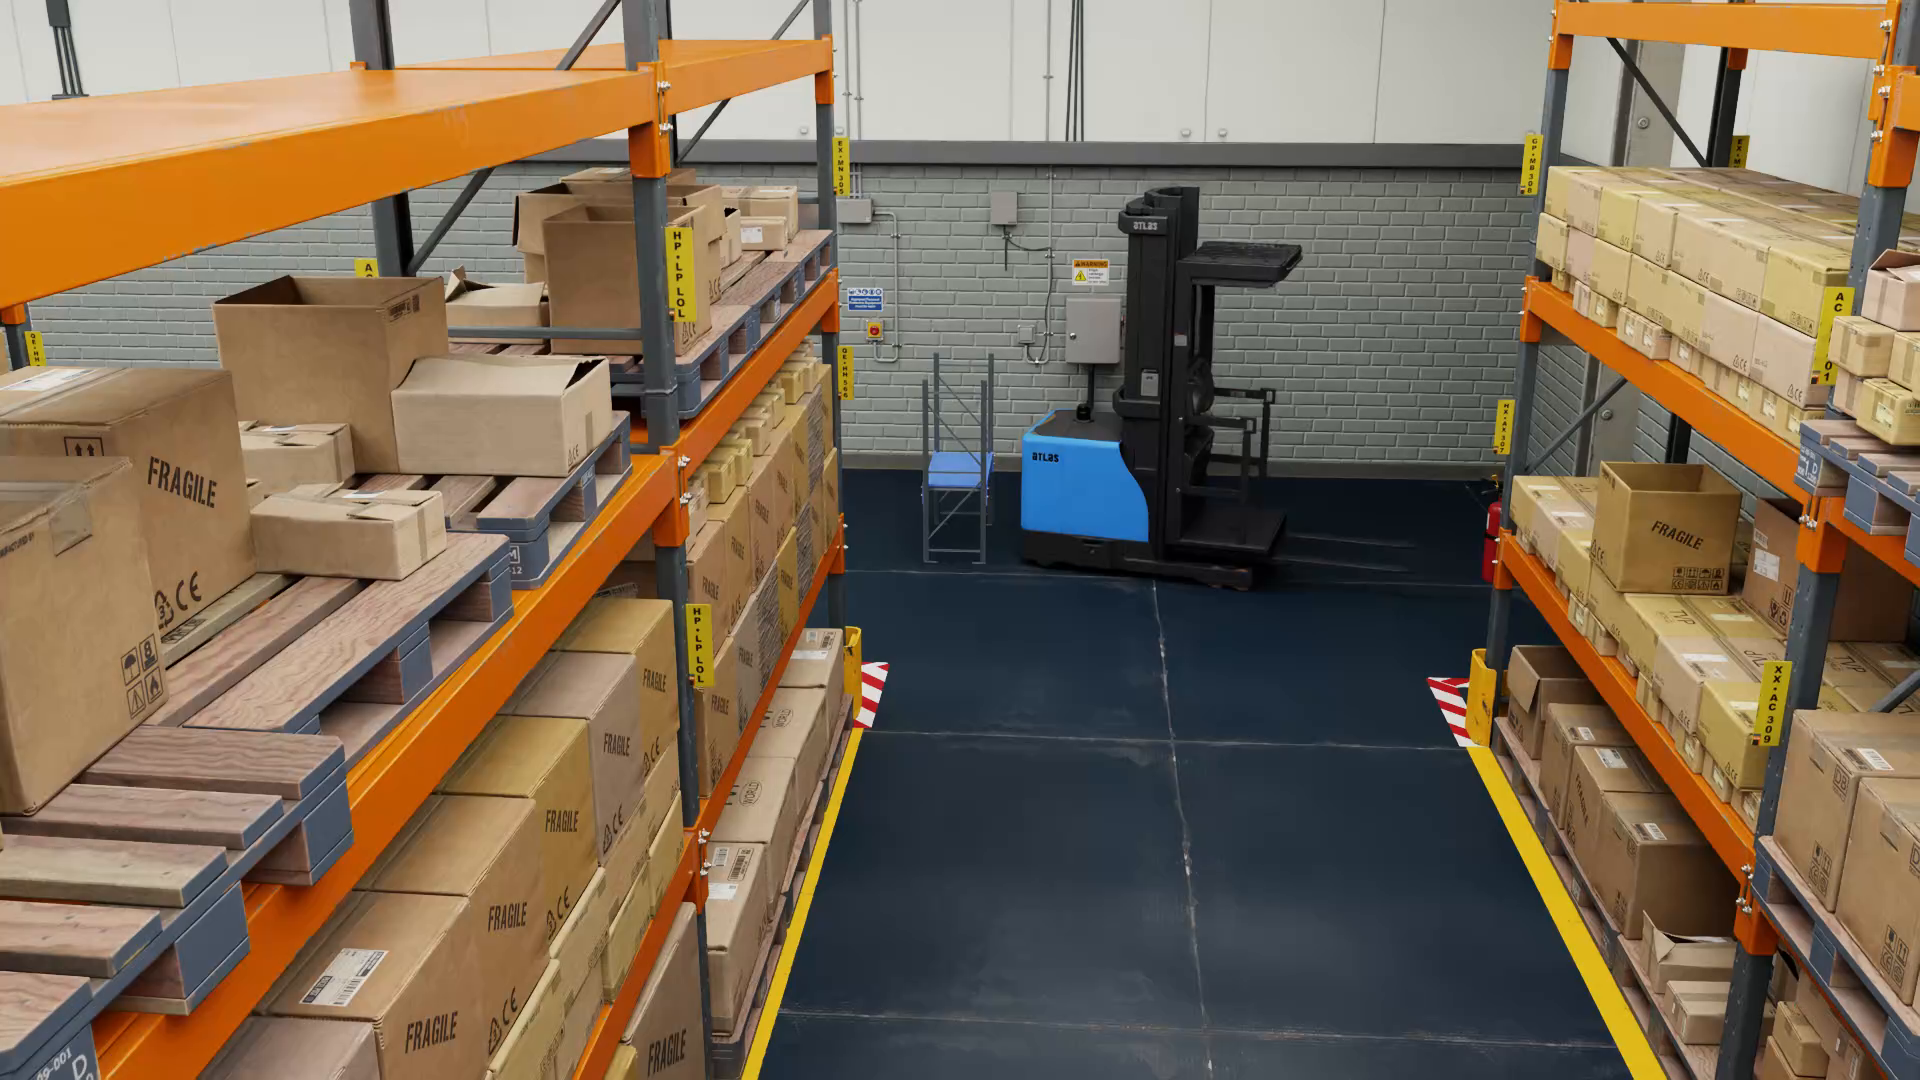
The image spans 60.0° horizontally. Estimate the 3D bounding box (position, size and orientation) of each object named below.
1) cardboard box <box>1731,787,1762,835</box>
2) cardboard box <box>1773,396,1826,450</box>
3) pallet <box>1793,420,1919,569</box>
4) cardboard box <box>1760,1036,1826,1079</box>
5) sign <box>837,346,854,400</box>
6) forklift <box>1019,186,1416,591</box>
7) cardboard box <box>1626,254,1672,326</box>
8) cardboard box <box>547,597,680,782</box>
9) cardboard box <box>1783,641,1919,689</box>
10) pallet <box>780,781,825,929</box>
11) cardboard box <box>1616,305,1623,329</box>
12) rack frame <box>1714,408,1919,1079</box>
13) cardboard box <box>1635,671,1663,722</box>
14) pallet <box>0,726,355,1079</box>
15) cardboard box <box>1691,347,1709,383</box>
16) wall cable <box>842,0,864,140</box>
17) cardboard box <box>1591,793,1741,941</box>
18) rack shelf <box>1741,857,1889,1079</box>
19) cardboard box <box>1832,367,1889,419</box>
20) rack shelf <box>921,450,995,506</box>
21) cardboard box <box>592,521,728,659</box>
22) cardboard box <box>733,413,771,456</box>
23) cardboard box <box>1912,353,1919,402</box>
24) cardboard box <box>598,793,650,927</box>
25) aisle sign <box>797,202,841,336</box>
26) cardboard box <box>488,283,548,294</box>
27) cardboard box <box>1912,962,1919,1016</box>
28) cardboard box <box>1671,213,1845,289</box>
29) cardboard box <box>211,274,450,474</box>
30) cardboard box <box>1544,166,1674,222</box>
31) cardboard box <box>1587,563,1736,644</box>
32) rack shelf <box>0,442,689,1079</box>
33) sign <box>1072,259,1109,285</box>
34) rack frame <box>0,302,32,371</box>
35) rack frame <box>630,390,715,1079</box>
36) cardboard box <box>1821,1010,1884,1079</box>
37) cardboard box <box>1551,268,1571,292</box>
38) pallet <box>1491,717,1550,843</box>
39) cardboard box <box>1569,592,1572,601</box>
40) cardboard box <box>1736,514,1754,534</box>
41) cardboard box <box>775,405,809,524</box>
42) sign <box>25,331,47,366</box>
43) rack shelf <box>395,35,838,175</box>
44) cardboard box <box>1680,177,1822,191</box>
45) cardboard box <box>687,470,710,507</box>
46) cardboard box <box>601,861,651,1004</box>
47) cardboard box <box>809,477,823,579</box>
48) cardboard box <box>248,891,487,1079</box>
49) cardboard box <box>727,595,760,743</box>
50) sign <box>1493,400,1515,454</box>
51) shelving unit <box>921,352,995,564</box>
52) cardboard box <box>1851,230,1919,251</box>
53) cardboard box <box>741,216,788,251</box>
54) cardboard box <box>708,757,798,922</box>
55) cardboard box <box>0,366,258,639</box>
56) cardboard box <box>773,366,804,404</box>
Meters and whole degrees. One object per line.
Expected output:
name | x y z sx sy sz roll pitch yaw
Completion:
cardboard box | 3.212 1.020 6.396 0.380 0.149 0.250 2 18 5
cardboard box | 3.172 -0.419 5.970 0.380 0.149 0.250 1 18 4
pallet | 3.324 -0.130 4.986 1.213 0.211 1.003 1 18 4
cardboard box | 3.182 2.139 5.918 0.500 0.500 0.500 2 18 6
sign | -0.683 -0.993 9.896 0.100 0.325 0.005 1 18 4
forklift | 2.046 -1.190 12.847 3.031 2.935 1.130 6 19 17
cardboard box | 3.345 -1.123 7.477 0.500 0.250 0.500 1 18 3
cardboard box | -1.292 0.517 5.760 0.500 0.500 0.500 2 18 6
cardboard box | 3.775 0.632 6.941 0.500 0.250 0.500 1 18 3
pallet | -1.293 1.607 8.681 1.003 0.211 1.213 1 18 4
cardboard box | 3.357 -1.053 7.906 0.380 0.149 0.250 1 18 3
rack frame | 3.441 1.005 6.037 1.000 3.000 0.127 1 18 4
cardboard box | 3.240 0.697 7.383 0.380 0.149 0.250 1 18 3
pallet | -1.803 0.601 2.757 1.213 0.211 1.003 2 18 6
cardboard box | 3.292 -0.737 6.940 0.380 0.149 0.250 2 18 6
wall cable | -1.096 -4.970 14.640 0.463 3.000 0.029 1 18 4
cardboard box | 3.415 1.526 7.788 0.700 0.500 0.500 1 18 2
rack shelf | 3.298 1.968 4.254 1.077 0.370 4.000 1 18 4
cardboard box | 3.023 -0.464 5.272 0.380 0.149 0.250 2 18 5
rack shelf | -0.006 -0.515 13.665 0.538 0.185 1.000 1 18 4
cardboard box | -1.234 0.231 6.636 0.500 0.500 0.500 1 18 4
cardboard box | -1.101 -0.500 7.824 0.380 0.149 0.250 1 18 4
cardboard box | 2.974 -0.444 4.734 0.380 0.149 0.250 1 18 3
cardboard box | -1.327 1.027 5.409 0.500 0.250 0.500 2 18 5
aisle sign | -0.909 -1.597 9.806 0.394 0.787 0.004 1 18 4
cardboard box | -1.764 -0.945 6.741 0.380 0.149 0.250 2 18 5
cardboard box | 2.959 1.293 4.702 0.396 0.266 0.258 2 18 7
cardboard box | 3.310 -1.205 6.926 0.500 0.250 0.500 2 18 5
cardboard box | -1.862 -0.509 5.008 0.500 0.500 0.500 1 18 3
cardboard box | 3.446 -1.838 8.857 0.500 0.250 0.500 1 18 3
cardboard box | 3.342 0.301 7.949 0.500 0.250 0.500 1 18 2
rack shelf | -1.653 0.433 4.121 1.077 0.370 4.000 1 18 4
sign | 1.202 -2.464 15.300 0.339 0.242 0.001 1 18 4
rack frame | -6.168 -0.426 10.405 1.000 3.000 0.127 1 18 4
rack frame | -1.510 0.896 6.372 1.000 3.000 0.127 1 18 4
cardboard box | 3.179 1.731 5.642 0.380 0.149 0.250 0 18 1
cardboard box | 3.473 -1.449 9.114 0.380 0.149 0.250 2 18 5
pallet | 3.666 1.360 9.435 1.003 0.211 1.213 1 18 4
cardboard box | 3.382 0.301 8.592 0.380 0.149 0.250 2 18 5
cardboard box | 3.922 0.002 8.863 0.500 0.250 0.500 1 18 4
cardboard box | -1.067 -0.398 8.553 0.500 0.500 0.500 1 18 4
sign | -5.616 -1.107 10.118 0.100 0.325 0.005 1 18 4
rack shelf | -1.367 -2.044 7.508 1.077 0.370 4.000 1 18 4
cardboard box | 3.937 -1.664 8.328 0.500 0.250 0.500 1 18 2
cardboard box | -1.250 -0.188 6.871 0.380 0.149 0.250 1 18 3
cardboard box | -1.328 1.270 5.470 0.500 0.250 0.500 1 18 3
cardboard box | -1.045 -0.083 9.198 0.500 0.500 0.500 1 18 3
cardboard box | -1.439 1.153 3.820 0.500 0.500 0.500 2 18 5
cardboard box | -1.175 0.552 7.260 0.500 0.500 0.500 1 18 4
sign | 3.187 -0.660 9.731 0.100 0.325 0.005 1 18 4
shelving unit | -0.006 -0.686 13.609 0.538 1.500 1.048 1 18 4
cardboard box | 3.782 -1.036 6.412 0.500 0.250 0.500 1 18 2
cardboard box | -1.116 -1.626 8.819 0.380 0.149 0.250 0 18 0
cardboard box | -1.294 1.443 8.142 0.875 0.438 0.875 1 18 2
cardboard box | -1.960 -0.088 3.723 0.500 0.500 0.500 1 18 4
cardboard box | -1.037 -0.823 8.809 0.380 0.149 0.250 2 18 5
